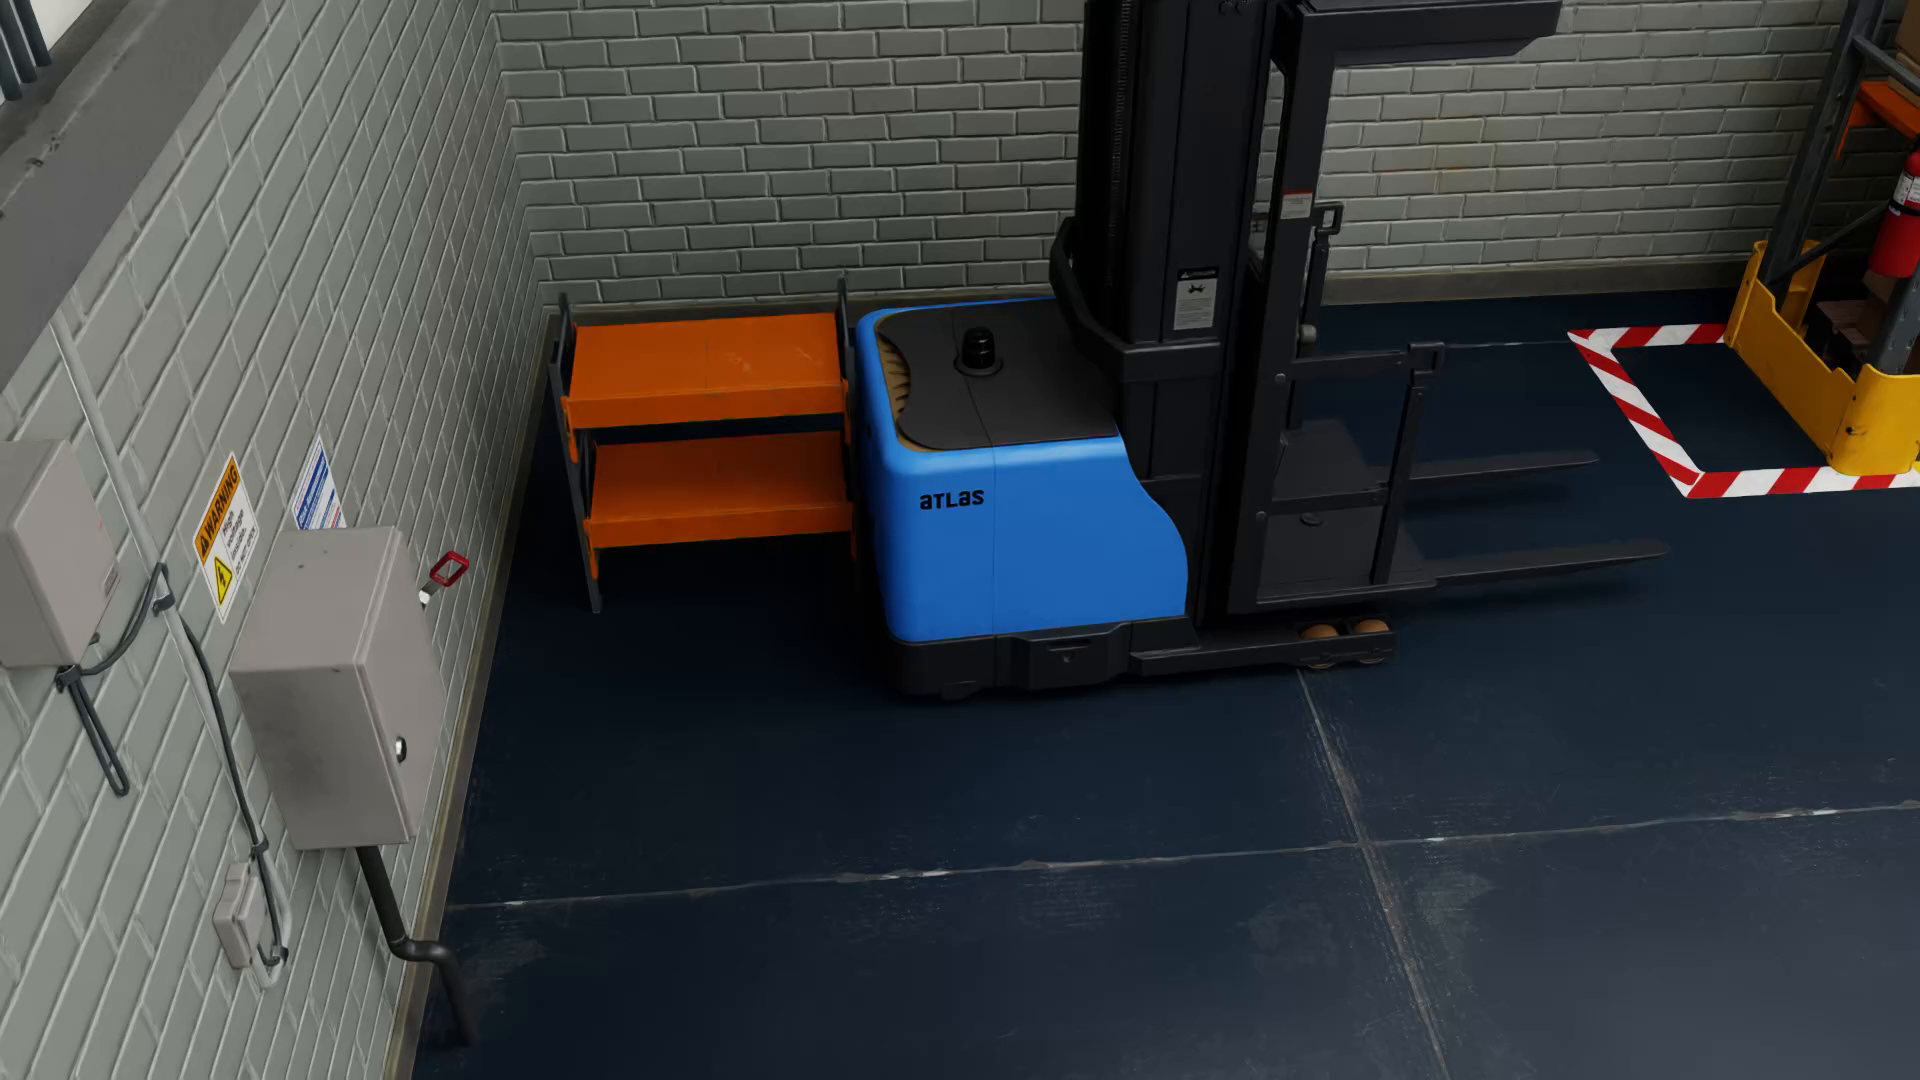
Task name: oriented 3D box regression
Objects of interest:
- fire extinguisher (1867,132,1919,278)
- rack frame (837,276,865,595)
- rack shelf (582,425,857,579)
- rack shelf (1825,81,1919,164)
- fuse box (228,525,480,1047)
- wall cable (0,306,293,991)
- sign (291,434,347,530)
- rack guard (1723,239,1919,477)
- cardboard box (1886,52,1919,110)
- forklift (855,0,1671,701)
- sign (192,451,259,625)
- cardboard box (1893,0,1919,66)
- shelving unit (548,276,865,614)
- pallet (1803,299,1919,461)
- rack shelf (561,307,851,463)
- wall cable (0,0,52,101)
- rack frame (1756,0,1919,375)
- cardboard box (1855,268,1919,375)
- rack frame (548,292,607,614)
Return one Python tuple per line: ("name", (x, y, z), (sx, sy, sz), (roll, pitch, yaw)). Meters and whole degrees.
("fire extinguisher", (3.691, -1.341, 6.392), (0.183, 0.674, 0.296), (-3, 38, -4))
("rack frame", (-0.414, -0.382, 6.326), (0.032, 1.125, 0.500), (-4, 38, -5))
("rack shelf", (-0.919, -0.155, 6.433), (1.000, 0.278, 0.538), (-4, 38, -5))
("rack shelf", (5.788, -1.638, 6.986), (4.000, 0.370, 1.077), (-3, 38, -4))
("fuse box", (-1.416, 0.777, 4.384), (0.414, 1.711, 0.539), (-3, 38, -4))
("wall cable", (-1.512, 0.302, 3.126), (0.122, 1.984, 0.588), (-3, 38, -4))
("sign", (-1.666, 0.015, 4.386), (0.001, 0.494, 0.329), (-3, 38, -4))
("rack guard", (3.872, -0.834, 7.403), (0.348, 0.500, 1.175), (-3, 38, -4))
("cardboard box", (4.103, -1.896, 6.935), (0.250, 0.149, 0.380), (-4, 38, -4))
("forklift", (1.166, -0.994, 5.644), (3.031, 2.935, 1.130), (-5, 39, -7))
("sign", (-1.617, -0.008, 3.672), (0.001, 0.242, 0.339), (-3, 38, -4))
("cardboard box", (4.231, -2.058, 6.818), (0.500, 0.250, 0.500), (-2, 38, -3))
("shelving unit", (-0.919, -0.347, 6.282), (1.048, 1.125, 0.538), (-4, 38, -5))
("pallet", (4.666, -0.765, 7.549), (1.213, 0.211, 1.003), (-3, 38, -4))
("rack shelf", (-0.919, -0.577, 6.100), (1.000, 0.278, 0.538), (-4, 38, -5))
("wall cable", (-1.674, -2.818, 3.026), (0.133, 3.039, 2.988), (-3, 38, -4))
("rack frame", (3.796, -1.811, 6.624), (0.127, 3.000, 1.000), (-3, 38, -4))
("cardboard box", (4.414, -0.971, 7.235), (0.637, 0.503, 0.797), (-5, 39, -6))
("rack frame", (-1.424, -0.312, 6.237), (0.032, 1.125, 0.500), (-4, 38, -5))
